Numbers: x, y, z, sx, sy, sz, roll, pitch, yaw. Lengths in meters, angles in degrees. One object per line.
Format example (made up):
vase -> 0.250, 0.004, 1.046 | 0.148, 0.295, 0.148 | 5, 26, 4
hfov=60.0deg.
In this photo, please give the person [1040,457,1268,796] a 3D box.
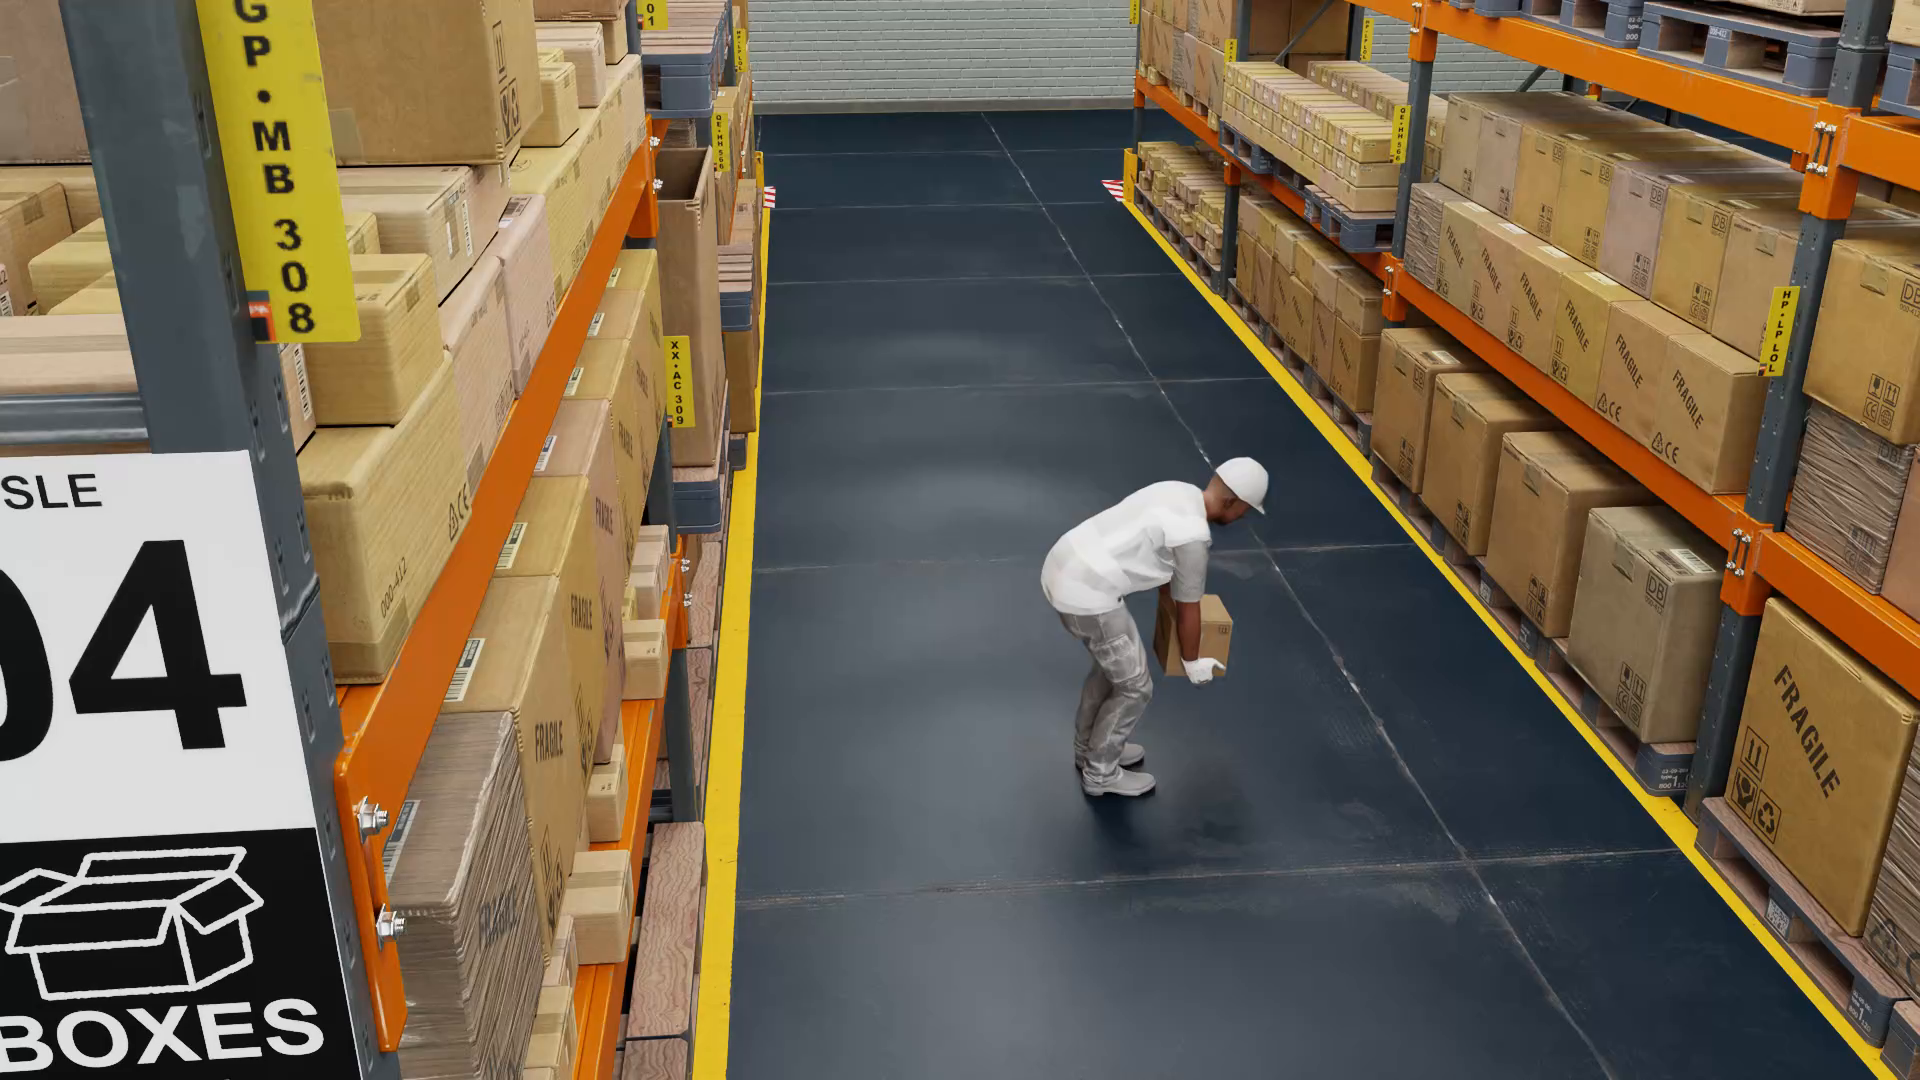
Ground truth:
person -> 0.777, 0.339, 6.773 | 0.895, 1.398, 0.491 | -3, 24, -7
